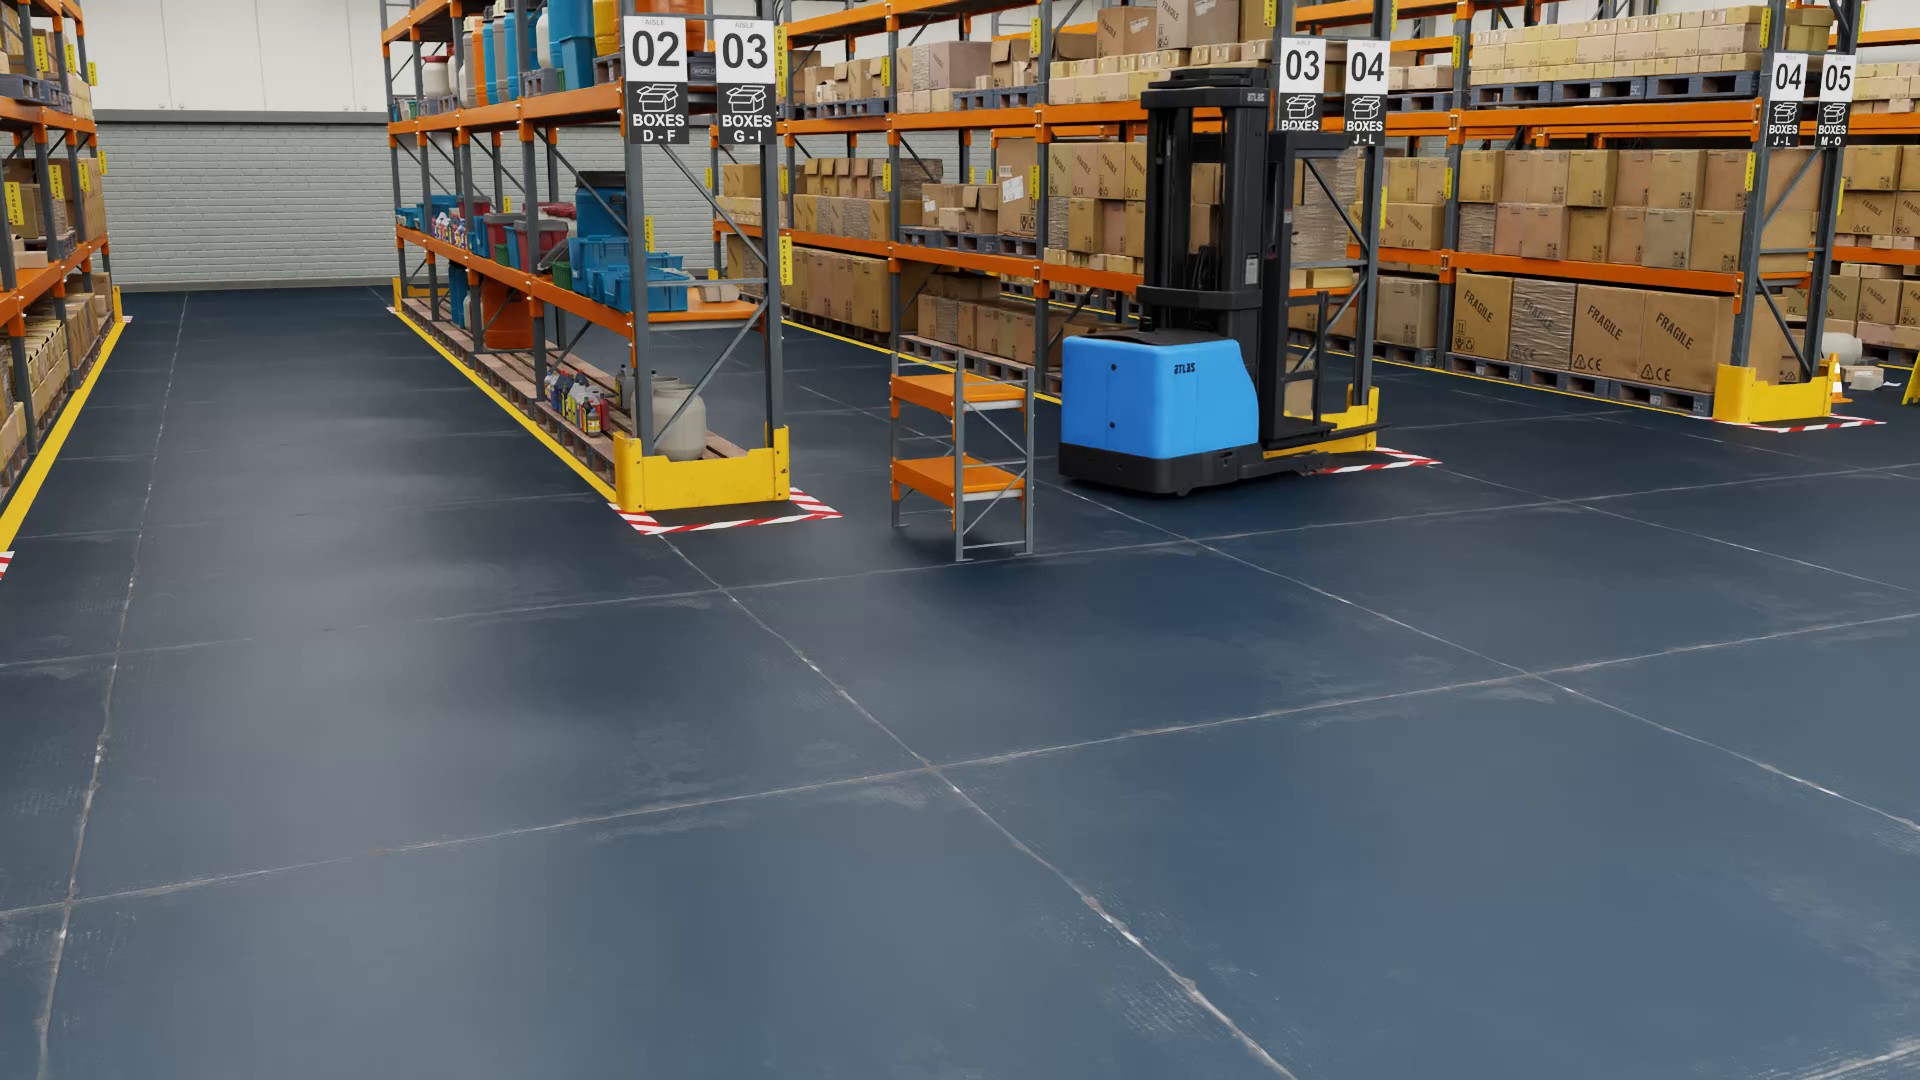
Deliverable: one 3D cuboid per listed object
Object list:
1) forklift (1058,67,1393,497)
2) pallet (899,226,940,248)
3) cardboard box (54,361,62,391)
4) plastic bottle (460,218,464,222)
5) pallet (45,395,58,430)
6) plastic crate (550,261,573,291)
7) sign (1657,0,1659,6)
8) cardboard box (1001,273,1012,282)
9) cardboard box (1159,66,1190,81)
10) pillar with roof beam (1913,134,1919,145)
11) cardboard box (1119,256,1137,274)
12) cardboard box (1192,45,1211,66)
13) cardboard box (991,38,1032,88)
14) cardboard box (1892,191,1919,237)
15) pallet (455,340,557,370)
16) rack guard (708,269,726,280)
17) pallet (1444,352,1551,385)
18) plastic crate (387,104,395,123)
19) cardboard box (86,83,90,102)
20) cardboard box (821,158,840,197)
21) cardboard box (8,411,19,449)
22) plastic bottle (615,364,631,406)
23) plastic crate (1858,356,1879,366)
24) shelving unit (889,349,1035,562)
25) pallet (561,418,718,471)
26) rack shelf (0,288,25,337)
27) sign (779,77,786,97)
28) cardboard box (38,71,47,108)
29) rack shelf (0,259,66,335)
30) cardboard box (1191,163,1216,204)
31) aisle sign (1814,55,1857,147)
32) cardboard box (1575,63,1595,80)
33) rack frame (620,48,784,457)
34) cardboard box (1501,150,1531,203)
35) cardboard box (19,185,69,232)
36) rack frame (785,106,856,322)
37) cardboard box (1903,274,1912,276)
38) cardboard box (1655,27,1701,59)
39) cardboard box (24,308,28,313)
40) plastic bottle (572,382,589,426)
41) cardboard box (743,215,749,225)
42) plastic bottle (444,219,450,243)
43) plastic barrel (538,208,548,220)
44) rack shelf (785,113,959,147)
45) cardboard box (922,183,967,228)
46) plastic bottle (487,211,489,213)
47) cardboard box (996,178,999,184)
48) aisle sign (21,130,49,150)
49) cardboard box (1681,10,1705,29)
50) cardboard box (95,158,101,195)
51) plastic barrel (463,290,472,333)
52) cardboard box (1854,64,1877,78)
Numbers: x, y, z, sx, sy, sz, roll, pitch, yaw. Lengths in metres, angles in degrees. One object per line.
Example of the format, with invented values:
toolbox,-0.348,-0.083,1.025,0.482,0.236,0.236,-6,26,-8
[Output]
forklift,2.155,-1.983,12.435,3.031,2.935,1.130,-11,17,-40
pallet,0.017,-3.587,19.640,1.213,0.211,1.003,-6,14,-23
cardboard box,-8.601,-1.492,15.330,0.500,0.250,0.500,-5,14,-22
plastic bottle,-6.160,-3.829,20.536,0.152,0.276,0.135,-6,14,-23
pallet,-8.665,-1.140,14.827,1.003,0.211,1.213,-6,14,-23
plastic crate,-3.016,-2.135,13.411,0.450,0.188,0.662,-6,14,-23
sign,12.165,-9.495,29.014,0.100,0.325,0.005,-6,14,-23
cardboard box,0.931,-4.576,28.881,0.380,0.149,0.250,-5,14,-22
cardboard box,2.013,-3.839,13.987,0.500,0.250,0.500,-5,14,-22
pillar with roof beam,10.665,-7.508,22.852,9.100,9.000,0.400,-6,14,-23
cardboard box,1.660,-2.489,15.028,0.380,0.149,0.250,-6,14,-23
cardboard box,2.113,-3.937,13.526,0.380,0.149,0.250,-6,14,-23
cardboard box,0.761,-5.008,17.544,0.797,0.503,0.637,-5,14,-21
cardboard box,10.870,-3.655,18.628,0.500,0.500,0.500,-5,14,-22
pallet,-5.258,-2.171,19.282,1.003,0.211,1.213,-6,14,-23
rack guard,-3.580,-4.258,27.658,1.175,0.500,0.348,-6,14,-23
pallet,6.055,-1.896,18.093,1.003,0.211,1.213,-6,14,-23
plastic crate,-8.210,-6.316,24.645,0.497,0.269,0.590,-6,14,-23
cardboard box,-12.209,-6.125,22.755,0.500,0.250,0.500,-6,14,-23
cardboard box,-1.440,-4.908,22.475,0.797,0.503,0.637,-5,14,-22
cardboard box,-7.264,-0.782,12.264,0.500,0.250,0.500,-6,14,-23
plastic bottle,-2.912,-1.348,14.440,0.144,0.351,0.185,-6,14,-23
plastic crate,10.194,-2.066,19.118,0.402,0.080,0.583,-12,18,-42
shelving unit,-0.003,-0.549,10.249,0.538,1.125,1.048,-6,14,-23
pallet,-2.578,-0.791,13.317,1.003,0.211,1.213,-6,14,-23
rack shelf,-7.040,-1.334,11.075,1.077,0.370,4.000,-6,14,-23
sign,-2.476,-6.346,23.160,0.100,0.325,0.005,-6,14,-23
cardboard box,-10.062,-4.734,17.297,0.910,0.500,0.500,-6,14,-23
rack shelf,-8.643,-2.160,14.646,1.077,0.370,4.000,-6,14,-23
cardboard box,2.187,-3.040,13.753,0.500,0.500,0.500,-6,14,-23
aisle sign,7.727,-3.871,14.678,0.394,0.787,0.004,-6,14,-23
cardboard box,6.266,-4.591,16.304,0.380,0.149,0.250,-5,14,-22
rack frame,-1.699,-1.718,11.139,1.000,3.000,0.127,-6,14,-23
cardboard box,6.265,-3.835,17.561,0.875,0.550,0.550,-6,14,-23
cardboard box,-10.282,-3.644,18.309,0.700,0.500,0.500,-10,16,-37
rack frame,-1.968,-4.644,23.784,1.000,3.000,0.127,-6,14,-23
cardboard box,11.005,-2.914,19.811,0.500,0.500,0.500,-5,14,-22
cardboard box,6.772,-4.558,15.278,0.500,0.250,0.500,-6,14,-23
cardboard box,-10.241,-2.199,17.788,0.500,0.500,0.500,-6,14,-25
plastic bottle,-3.038,-1.098,13.362,0.144,0.351,0.185,-5,14,-21
cardboard box,-3.113,-4.927,25.564,0.380,0.149,0.250,-6,14,-24
plastic bottle,-6.206,-3.767,20.269,0.152,0.276,0.135,-6,14,-23
plastic barrel,-4.127,-3.145,17.057,0.421,0.512,0.421,0,13,0
rack shelf,-1.167,-5.342,21.741,1.077,0.370,4.000,-6,14,-23
cardboard box,-0.113,-3.963,19.688,0.500,0.500,0.500,-8,15,-30
plastic bottle,-5.970,-3.999,21.107,0.144,0.351,0.185,-6,14,-23
cardboard box,0.942,-5.974,28.646,0.500,0.500,0.500,-5,14,-20
aisle sign,-12.945,-5.831,23.145,0.394,0.787,0.004,-6,14,-23
cardboard box,6.777,-4.716,15.079,0.380,0.149,0.250,-5,14,-22
cardboard box,-12.015,-4.941,22.627,0.500,0.500,0.500,-5,14,-21
plastic barrel,-5.876,-2.804,20.421,0.421,0.512,0.421,0,13,0
cardboard box,10.453,-5.356,18.997,0.380,0.149,0.250,-6,14,-23
